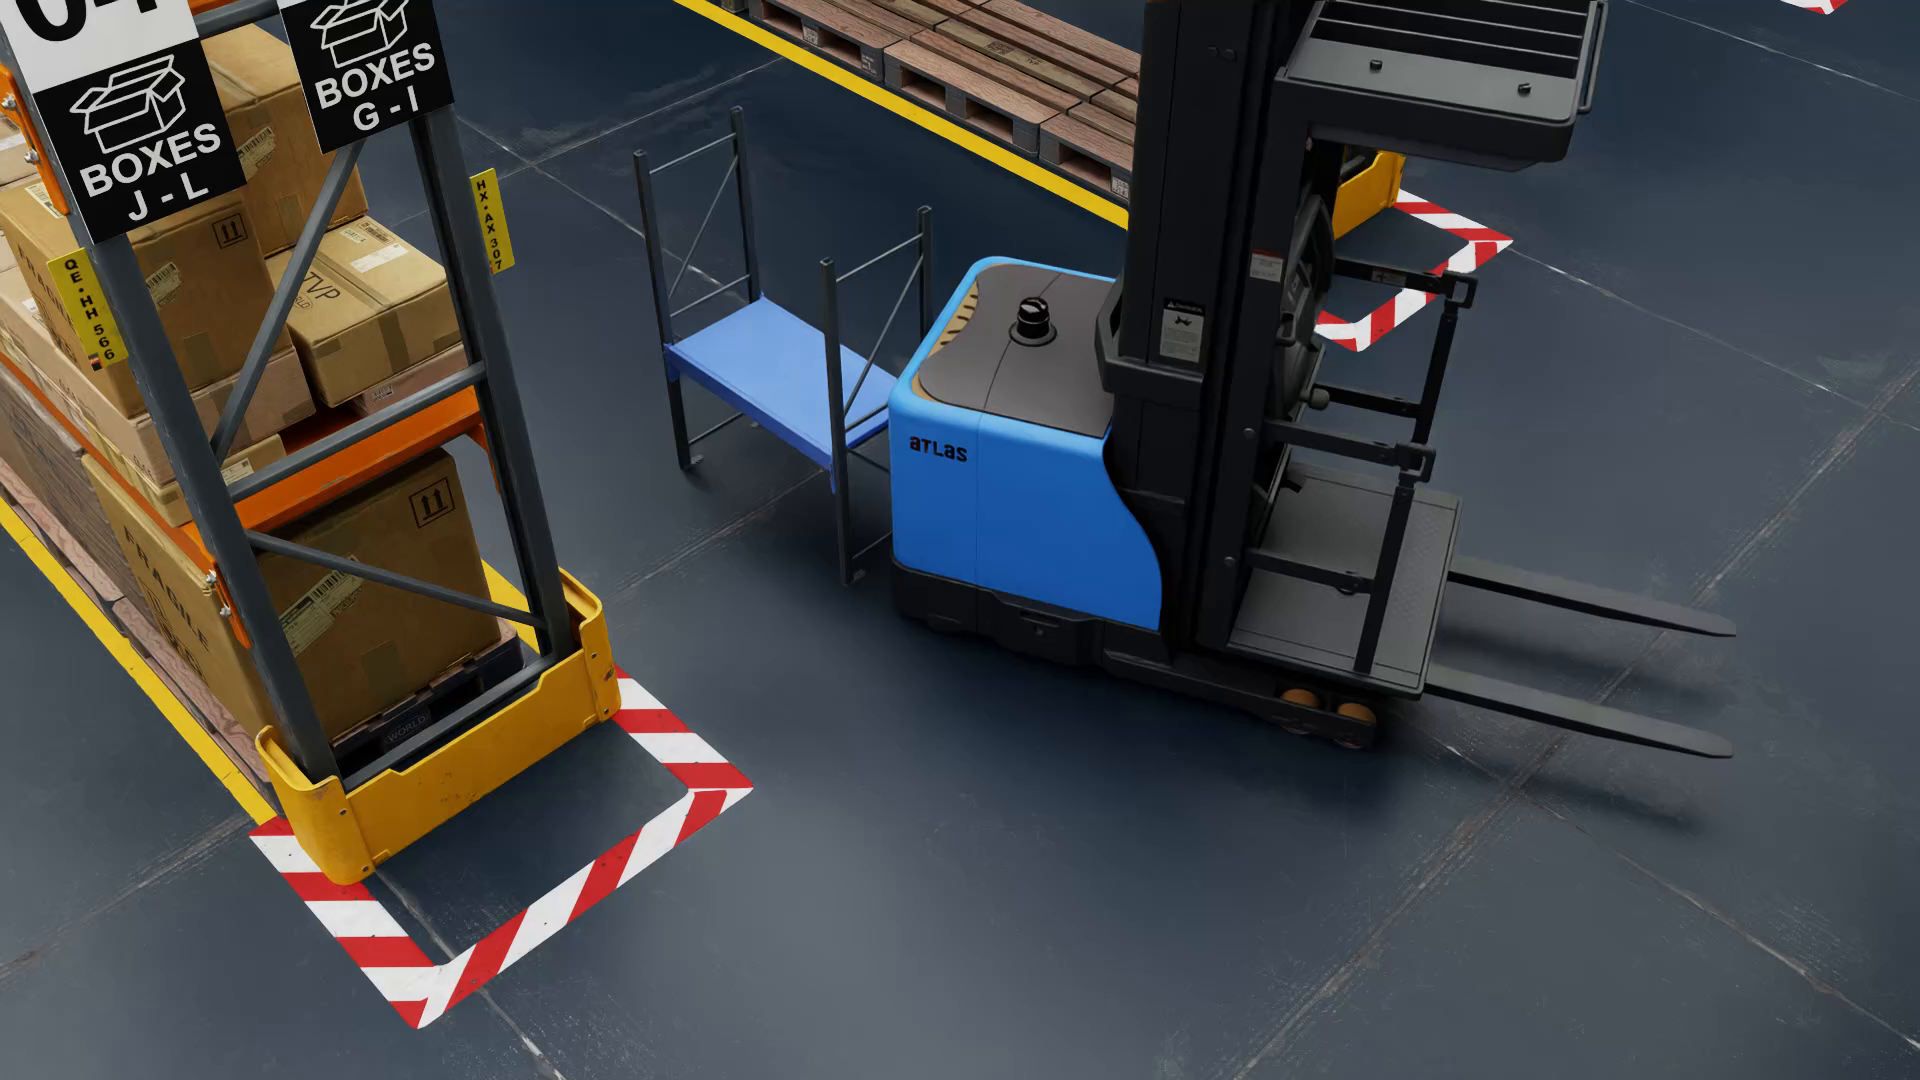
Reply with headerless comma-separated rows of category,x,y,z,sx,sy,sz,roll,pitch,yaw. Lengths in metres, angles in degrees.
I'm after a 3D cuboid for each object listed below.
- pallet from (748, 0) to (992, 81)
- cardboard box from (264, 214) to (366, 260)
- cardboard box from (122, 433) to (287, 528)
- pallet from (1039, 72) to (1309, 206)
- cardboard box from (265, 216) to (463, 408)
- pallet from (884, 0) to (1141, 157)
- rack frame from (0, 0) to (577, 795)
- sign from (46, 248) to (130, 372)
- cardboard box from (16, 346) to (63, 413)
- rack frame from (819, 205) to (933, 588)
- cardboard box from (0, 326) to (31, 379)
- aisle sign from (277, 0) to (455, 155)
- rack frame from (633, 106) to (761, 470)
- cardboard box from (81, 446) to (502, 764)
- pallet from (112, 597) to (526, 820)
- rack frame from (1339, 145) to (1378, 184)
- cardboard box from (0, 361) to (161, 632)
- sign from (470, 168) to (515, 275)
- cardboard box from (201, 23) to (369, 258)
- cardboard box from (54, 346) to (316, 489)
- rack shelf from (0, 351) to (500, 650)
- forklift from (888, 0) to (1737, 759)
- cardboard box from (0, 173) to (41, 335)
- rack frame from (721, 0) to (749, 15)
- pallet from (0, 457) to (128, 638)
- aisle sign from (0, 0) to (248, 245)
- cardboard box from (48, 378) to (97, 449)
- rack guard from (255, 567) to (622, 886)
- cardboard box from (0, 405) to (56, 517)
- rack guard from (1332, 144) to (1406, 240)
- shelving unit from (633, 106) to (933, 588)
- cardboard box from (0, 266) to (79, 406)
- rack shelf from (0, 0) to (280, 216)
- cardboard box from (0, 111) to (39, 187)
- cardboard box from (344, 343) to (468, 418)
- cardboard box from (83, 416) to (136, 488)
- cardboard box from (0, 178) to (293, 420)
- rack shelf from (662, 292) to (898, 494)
pallet,-0.536,-3.248,10.109,1.003,0.211,1.213,-34,53,-31
cardboard box,-2.285,-0.972,5.483,0.500,0.250,0.500,34,52,31
cardboard box,-2.250,-0.232,4.976,0.380,0.149,0.250,-33,52,-31
pallet,1.187,-2.075,8.841,1.003,0.211,1.213,-34,53,-31
cardboard box,-1.913,-0.725,5.216,0.500,0.250,0.500,33,52,30
pallet,0.329,-2.662,9.475,1.003,0.211,1.213,-34,53,-31
rack frame,-1.765,-0.311,4.876,1.000,3.000,0.127,-34,53,-31
sign,-2.159,-0.570,4.129,0.100,0.325,0.005,-34,53,-31
cardboard box,-2.787,-0.598,5.372,0.380,0.149,0.250,-33,52,-31
rack frame,-0.284,-0.491,6.176,0.032,1.500,0.500,34,52,31
cardboard box,-2.972,-0.722,5.506,0.250,0.149,0.380,33,52,31
aisle sign,-1.502,-1.375,4.112,0.394,0.787,0.004,-34,53,-31
rack frame,-1.009,-0.974,6.699,0.032,1.500,0.500,34,52,31
cardboard box,-2.274,0.046,5.746,0.875,0.875,0.875,-34,53,-31
pallet,-2.385,0.367,6.198,1.003,0.211,1.213,-34,53,-31
rack frame,1.742,-2.685,7.445,1.000,3.000,0.127,-34,53,-31
cardboard box,-2.916,-0.391,6.219,0.875,0.875,0.875,-34,53,-31
sign,-1.368,-0.921,4.840,0.100,0.325,0.005,-34,53,-31
cardboard box,-2.266,-1.241,5.221,0.500,0.500,0.500,33,52,30
cardboard box,-2.295,-0.471,4.941,0.500,0.250,0.500,33,52,31
rack shelf,-3.177,-1.008,6.160,1.077,0.370,4.000,-34,53,-31
forklift,1.308,-0.742,5.394,3.031,2.935,1.130,14,45,15
cardboard box,-3.013,-0.959,5.469,0.500,0.250,0.500,32,52,30
rack frame,-1.083,-4.607,9.525,1.000,3.000,0.127,-34,53,-31
pallet,-3.242,-0.220,6.832,1.003,0.211,1.213,-34,53,-31
aisle sign,-1.927,-1.087,3.801,0.394,0.787,0.004,-34,53,-31
cardboard box,-2.612,-0.478,5.242,0.380,0.149,0.250,-34,52,-31
rack guard,-1.748,0.619,5.712,1.175,0.500,0.348,-34,53,-31
cardboard box,-3.545,-0.819,6.682,0.875,0.875,0.875,-34,53,-31
rack guard,1.768,-1.761,8.288,1.175,0.500,0.348,-34,53,-31
shelving unit,-0.647,-0.733,6.438,1.048,1.500,0.538,34,52,31
cardboard box,-2.653,-0.715,5.205,0.500,0.250,0.500,33,52,31
rack shelf,-3.177,-2.109,5.142,1.077,0.370,4.000,-34,53,-31
cardboard box,-3.383,-1.208,5.738,0.500,0.250,0.500,-34,52,-31
cardboard box,-1.782,-0.547,5.317,0.380,0.149,0.250,-33,52,-31
cardboard box,-2.434,-0.356,5.110,0.380,0.149,0.250,-34,52,-31
cardboard box,-2.295,-0.749,4.689,0.500,0.500,0.500,-33,52,-31
rack shelf,-0.647,-0.600,6.560,1.000,0.185,0.538,34,52,31
